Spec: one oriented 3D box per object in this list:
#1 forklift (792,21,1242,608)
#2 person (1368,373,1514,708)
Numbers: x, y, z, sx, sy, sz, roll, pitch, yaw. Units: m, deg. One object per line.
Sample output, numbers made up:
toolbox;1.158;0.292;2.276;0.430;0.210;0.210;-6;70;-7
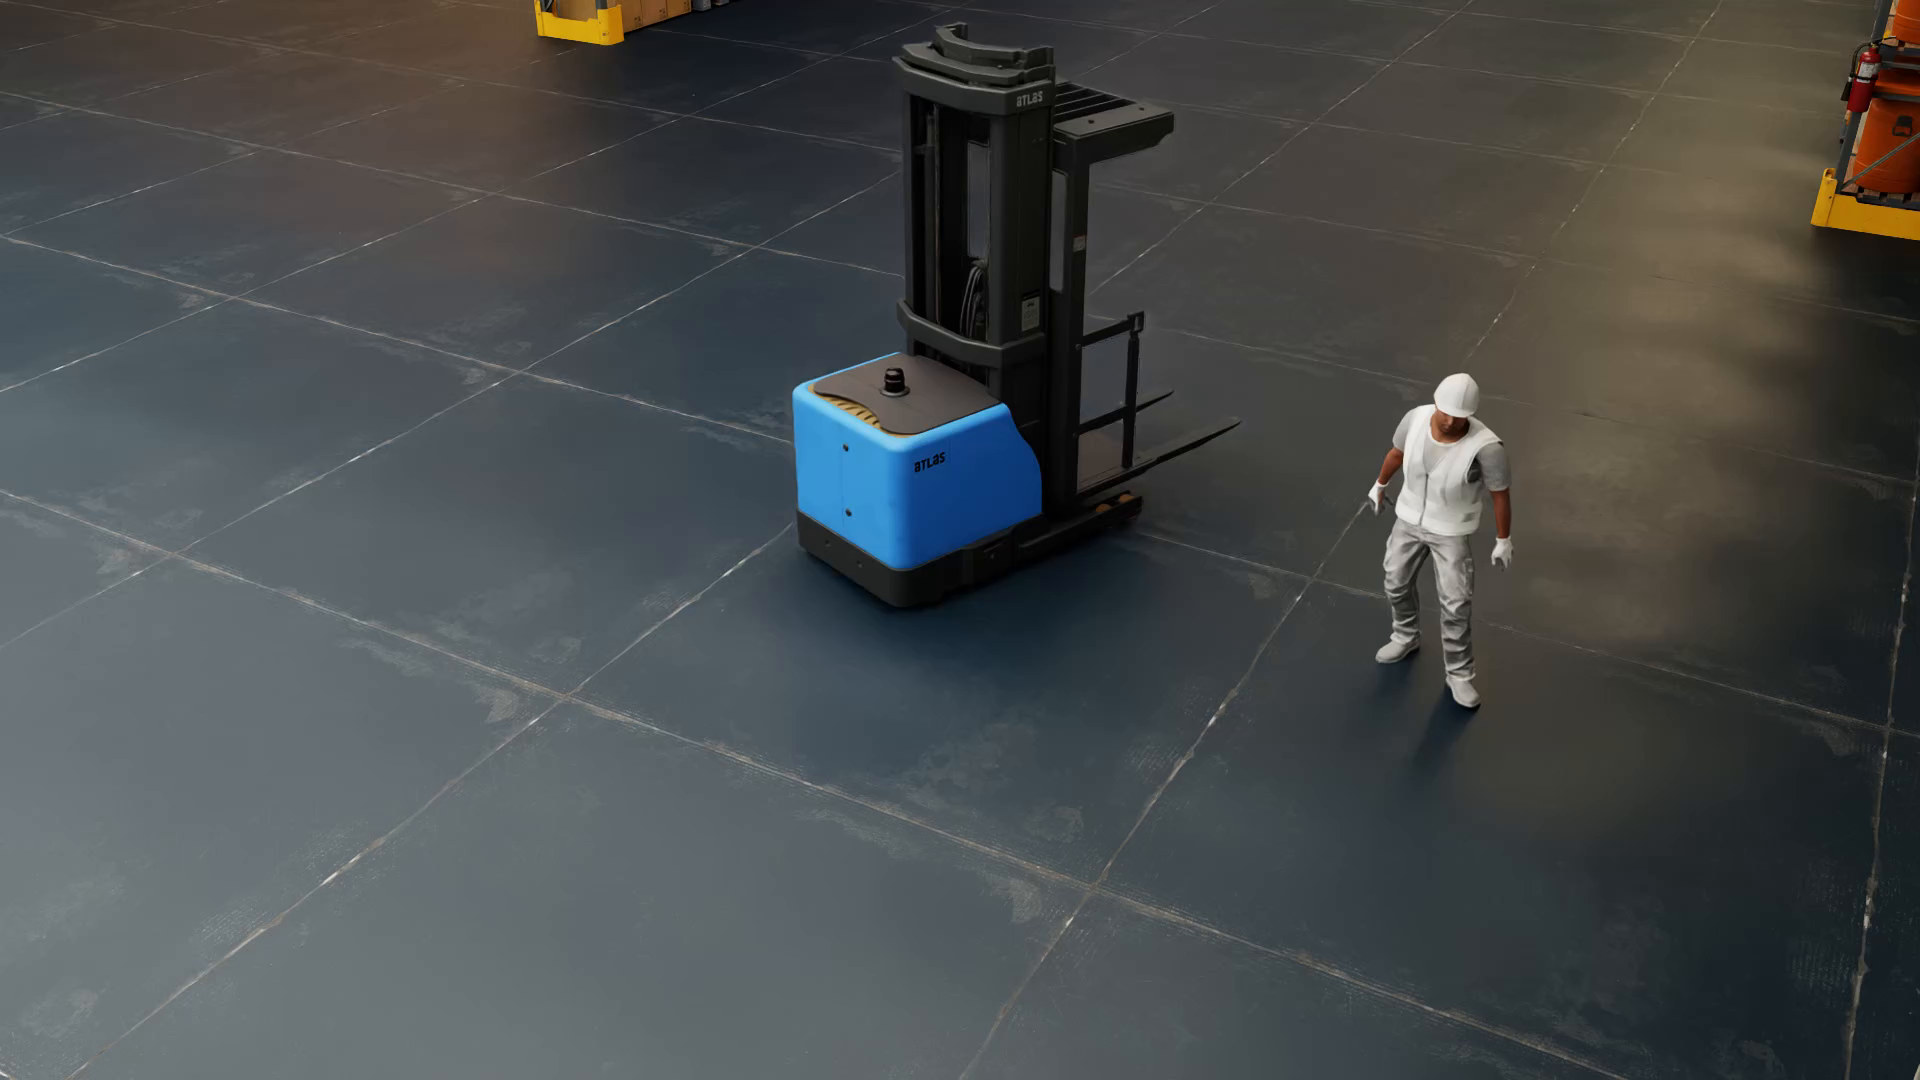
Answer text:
forklift;0.486;-1.500;9.670;3.031;2.935;1.130;-23;37;-34
person;2.395;-0.067;8.391;0.453;1.743;0.881;-26;39;-38
